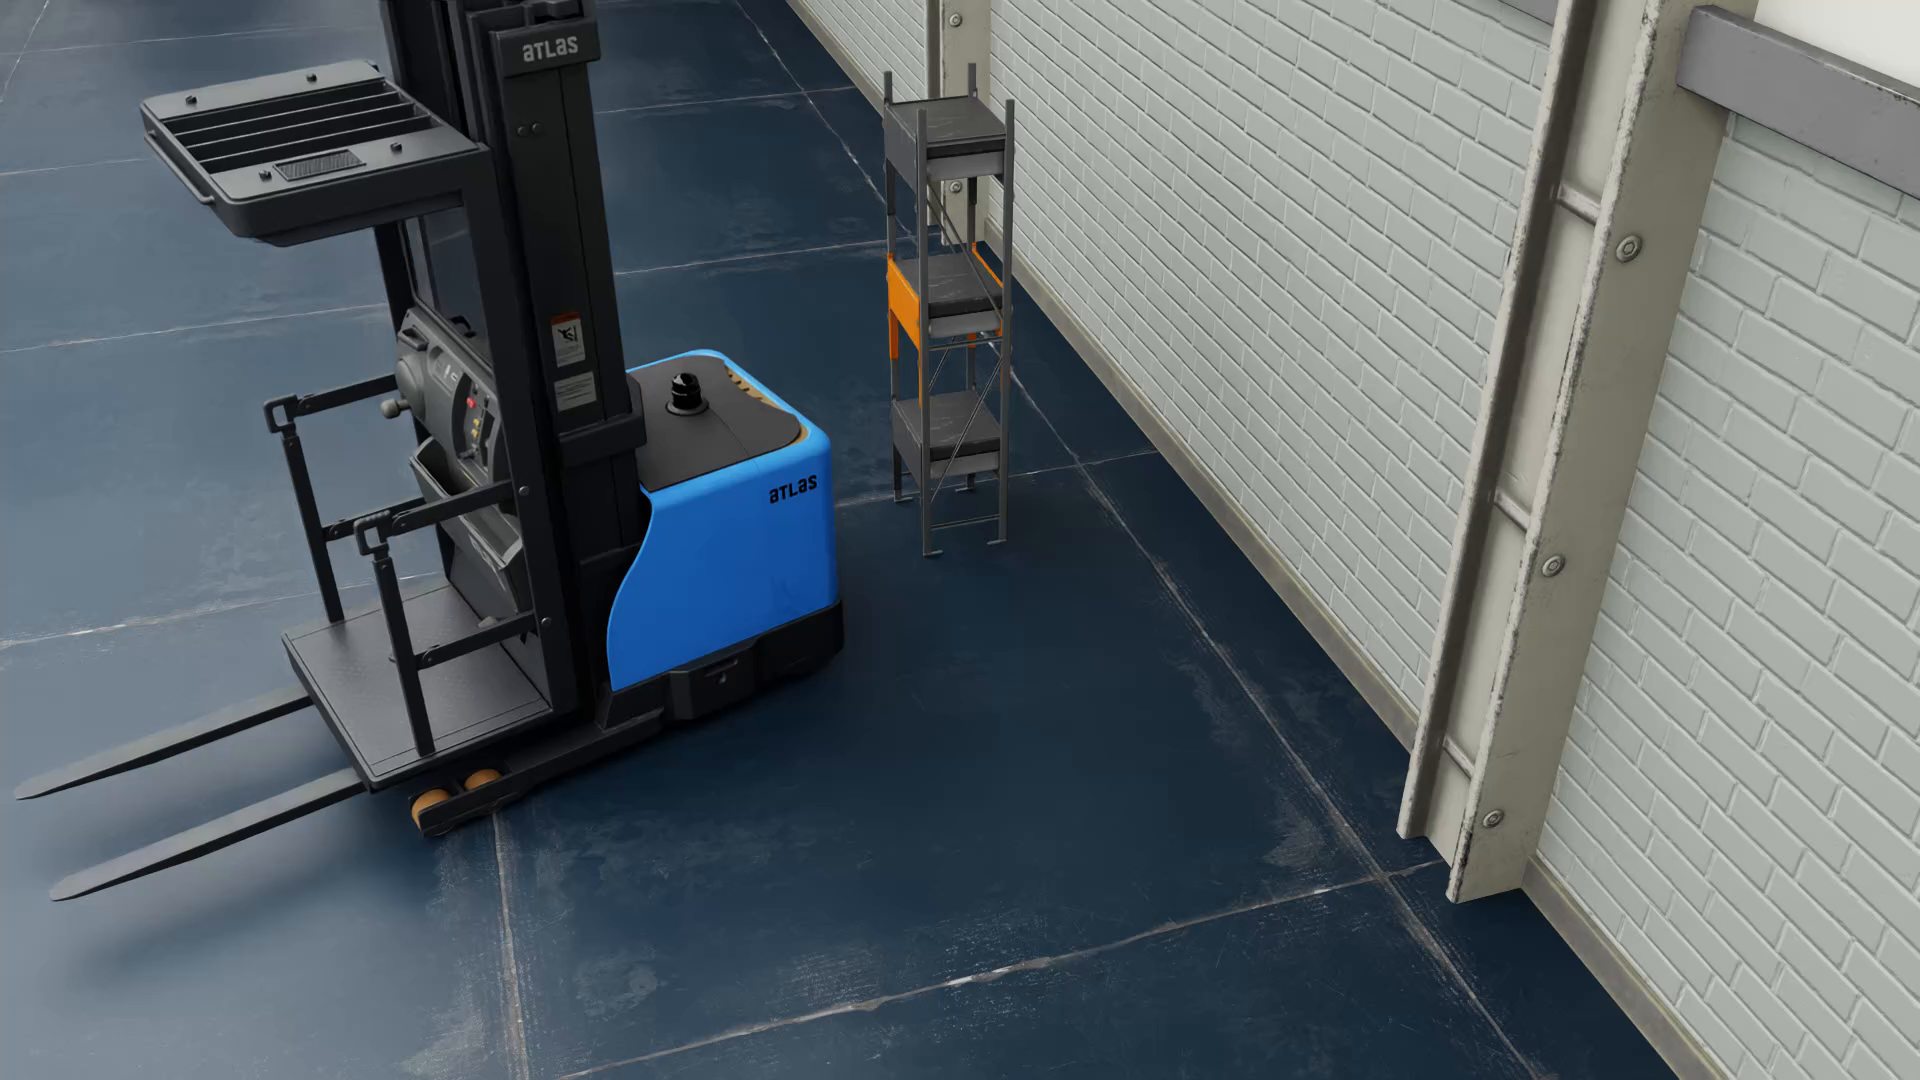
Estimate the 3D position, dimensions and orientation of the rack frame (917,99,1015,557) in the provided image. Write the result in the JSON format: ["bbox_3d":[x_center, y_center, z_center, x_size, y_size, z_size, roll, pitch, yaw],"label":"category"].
[{"bbox_3d":[0.024,-0.835,7.109,0.400,2.100,0.015,-10,35,-15],"label":"rack frame"}]

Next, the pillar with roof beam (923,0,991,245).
[{"bbox_3d":[-4.117,-5.036,7.208,9.100,9.000,0.400,-10,35,-15],"label":"pillar with roof beam"}]

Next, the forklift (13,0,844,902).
[{"bbox_3d":[-1.981,-0.470,5.803,3.031,2.935,1.130,-21,39,-29],"label":"forklift"}]

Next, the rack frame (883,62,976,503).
[{"bbox_3d":[-0.125,-1.091,7.497,0.400,2.100,0.015,-10,35,-15],"label":"rack frame"}]

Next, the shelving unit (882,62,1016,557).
[{"bbox_3d":[-0.051,-0.963,7.303,0.431,2.100,0.503,-10,35,-15],"label":"shelving unit"}]

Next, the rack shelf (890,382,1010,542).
[{"bbox_3d":[-0.051,-0.368,7.696,0.431,0.518,0.480,-10,35,-15],"label":"rack shelf"}]

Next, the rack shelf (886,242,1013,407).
[{"bbox_3d":[-0.051,-0.952,7.310,0.431,0.518,0.480,-10,35,-15],"label":"rack shelf"}]

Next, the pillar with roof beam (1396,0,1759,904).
[{"bbox_3d":[-2.287,-1.886,2.441,9.100,9.000,0.400,-10,35,-15],"label":"pillar with roof beam"}]

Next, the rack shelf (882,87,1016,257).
[{"bbox_3d":[-0.051,-1.536,6.924,0.431,0.518,0.480,-10,35,-15],"label":"rack shelf"}]
